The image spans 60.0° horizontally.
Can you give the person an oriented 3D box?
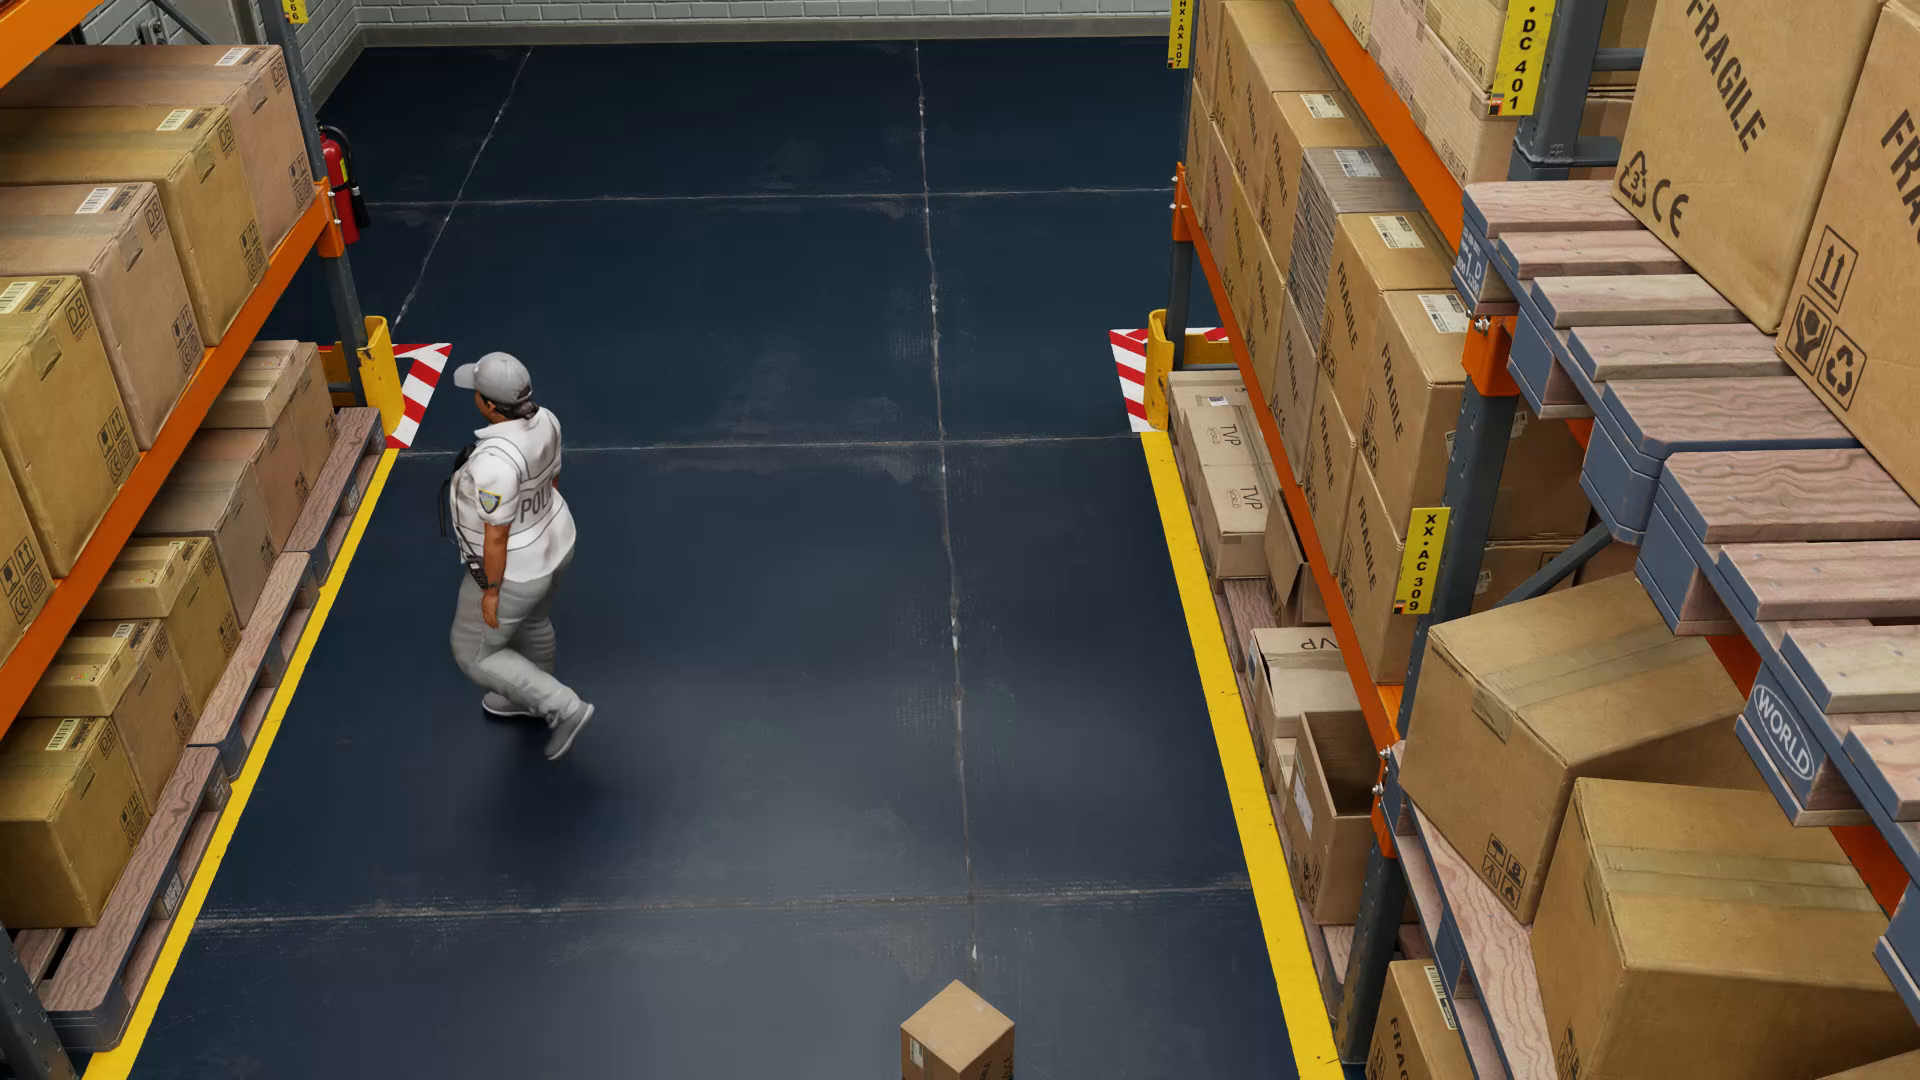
[{"bbox_3d":[-1.632,0.062,6.020,0.575,1.661,0.513,8,36,10],"label":"person"}]
